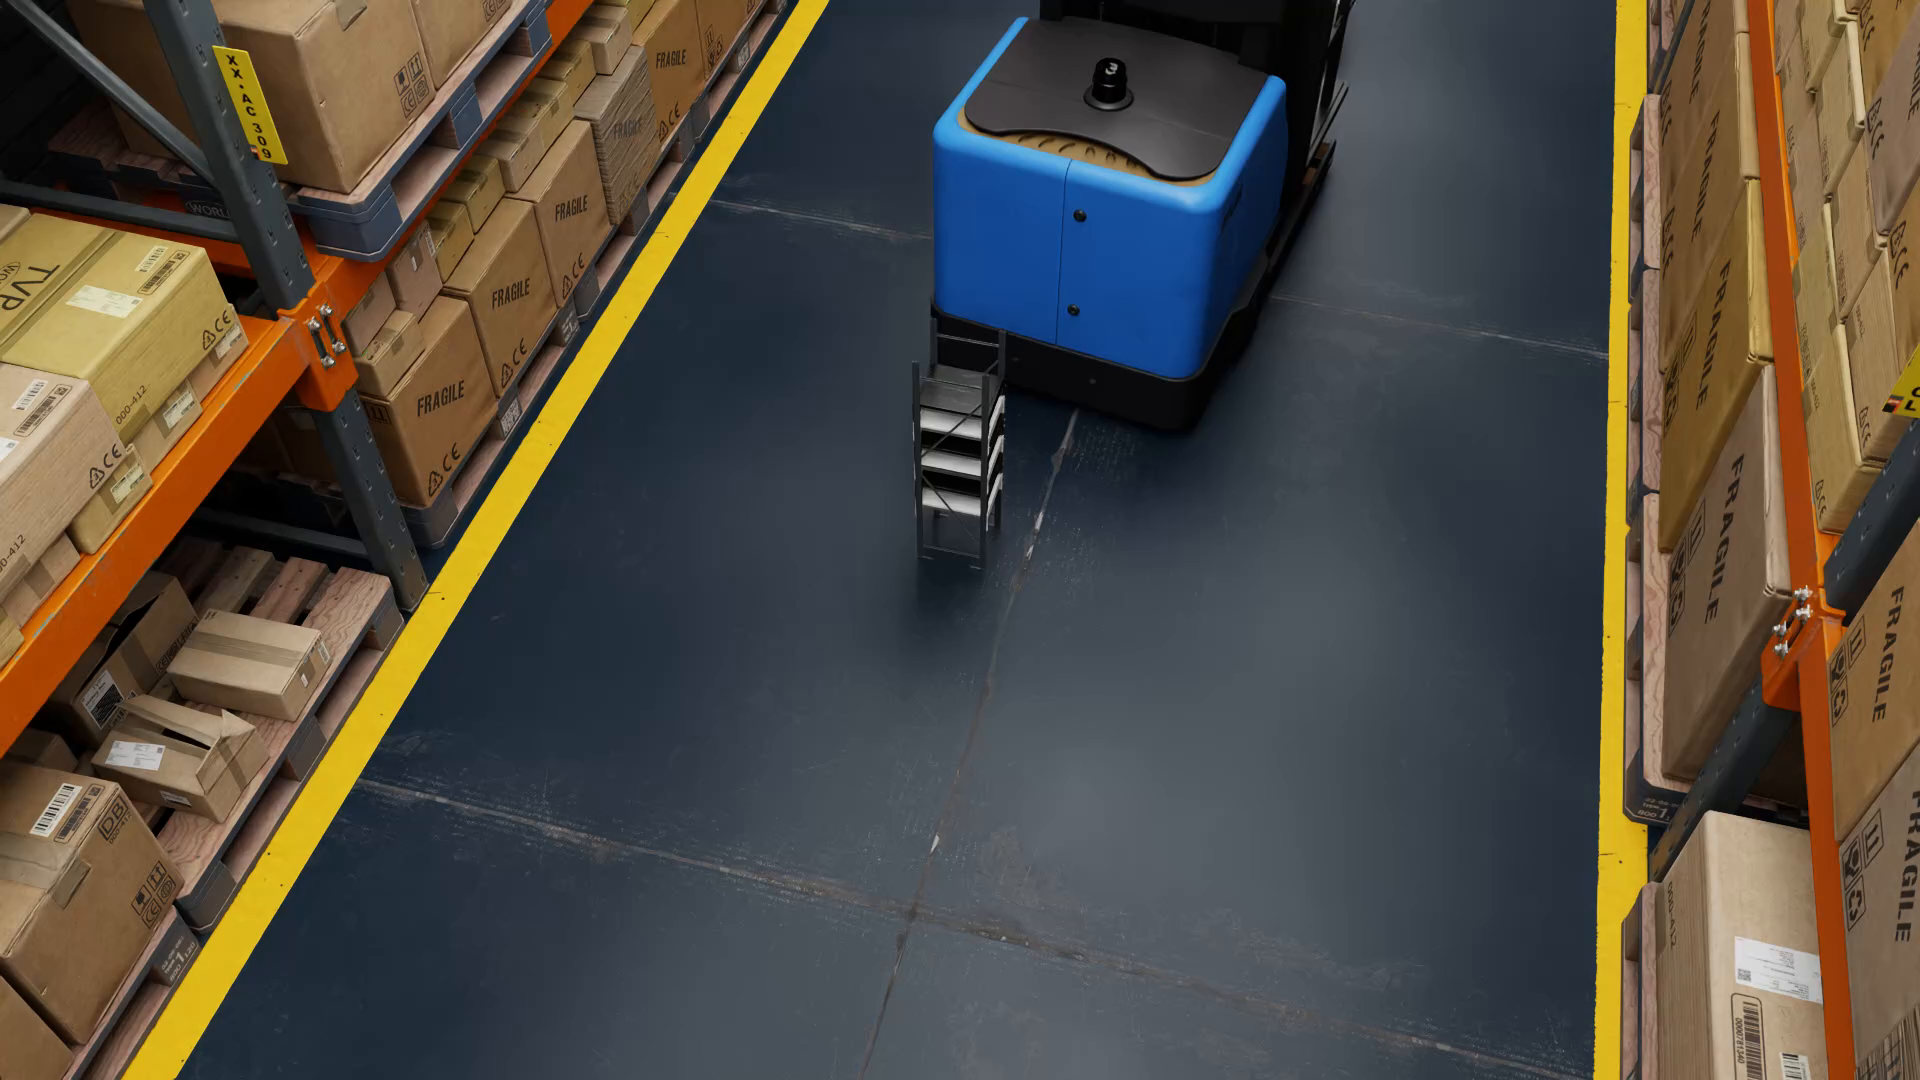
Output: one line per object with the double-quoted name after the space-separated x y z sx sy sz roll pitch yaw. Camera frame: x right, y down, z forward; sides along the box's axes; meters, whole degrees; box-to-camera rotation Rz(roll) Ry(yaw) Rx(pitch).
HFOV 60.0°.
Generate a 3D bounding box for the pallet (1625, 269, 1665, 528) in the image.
2.955 -0.447 6.004 1.003 0.211 1.213 12 50 10 "pallet"

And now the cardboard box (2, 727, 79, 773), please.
-2.801 0.661 4.788 0.380 0.149 0.250 11 49 10 "cardboard box"

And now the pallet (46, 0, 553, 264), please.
-1.969 -1.381 5.097 1.003 0.211 1.213 12 50 10 "pallet"

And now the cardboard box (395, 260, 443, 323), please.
-1.935 -0.838 5.443 0.380 0.149 0.250 10 49 9 "cardboard box"

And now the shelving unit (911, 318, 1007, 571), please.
-0.002 -0.292 5.407 0.258 0.900 0.210 12 50 10 "shelving unit"

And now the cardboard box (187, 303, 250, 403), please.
-2.125 -0.525 4.380 0.380 0.149 0.250 12 50 11 "cardboard box"

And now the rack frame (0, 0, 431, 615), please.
-2.285 -0.889 4.534 1.000 3.000 0.127 12 50 10 "rack frame"

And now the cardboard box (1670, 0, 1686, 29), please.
3.716 -2.481 7.412 0.950 0.372 0.625 9 49 7 "cardboard box"

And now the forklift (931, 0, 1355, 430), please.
0.948 -2.492 5.994 1.130 2.935 3.031 18 51 15 "forklift"

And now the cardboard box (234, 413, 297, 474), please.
-2.441 -0.614 5.678 0.500 0.500 0.500 11 50 10 "cardboard box"

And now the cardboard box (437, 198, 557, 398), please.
-1.809 -0.893 5.925 0.500 0.500 0.500 11 49 10 "cardboard box"

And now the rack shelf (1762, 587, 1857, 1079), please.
1.979 1.773 2.664 1.077 0.370 4.000 12 50 10 "rack shelf"

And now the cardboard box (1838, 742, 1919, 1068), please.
1.993 0.706 3.059 0.500 0.500 0.500 12 50 10 "cardboard box"

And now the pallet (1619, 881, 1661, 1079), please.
2.229 1.546 4.245 1.003 0.211 1.213 12 50 10 "pallet"

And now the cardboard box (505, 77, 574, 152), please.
-1.650 -1.579 6.097 0.380 0.149 0.250 13 50 11 "cardboard box"

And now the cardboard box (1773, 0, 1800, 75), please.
2.925 -1.698 5.348 0.500 0.250 0.500 13 50 11 "cardboard box"

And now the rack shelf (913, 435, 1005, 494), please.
-0.002 -0.270 5.432 0.258 0.077 0.200 12 50 10 "rack shelf"

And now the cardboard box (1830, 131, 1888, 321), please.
2.511 -0.757 4.184 0.500 0.250 0.500 13 50 11 "cardboard box"

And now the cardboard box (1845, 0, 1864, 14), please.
2.784 -1.764 4.573 0.500 0.500 0.500 12 50 11 "cardboard box"

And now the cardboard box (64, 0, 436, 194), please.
-1.941 -1.366 4.608 0.700 0.500 0.500 13 50 11 "cardboard box"

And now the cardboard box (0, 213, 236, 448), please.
-2.183 -0.521 4.111 0.500 0.250 0.500 13 50 11 "cardboard box"

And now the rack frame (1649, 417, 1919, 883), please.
2.505 0.088 3.671 1.000 3.000 0.127 12 50 10 "rack frame"

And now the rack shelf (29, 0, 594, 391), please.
-1.758 -2.097 6.080 1.077 0.370 4.000 12 50 10 "rack shelf"

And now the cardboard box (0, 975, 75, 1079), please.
-2.587 1.296 3.993 0.500 0.500 0.500 12 50 11 "cardboard box"

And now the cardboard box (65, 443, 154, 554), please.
-2.217 -0.140 4.040 0.380 0.149 0.250 13 50 11 "cardboard box"

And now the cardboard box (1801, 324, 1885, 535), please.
2.380 -0.236 4.058 0.500 0.250 0.500 10 49 9 "cardboard box"

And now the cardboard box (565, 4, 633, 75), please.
-1.493 -1.947 6.423 0.380 0.149 0.250 9 49 8 "cardboard box"

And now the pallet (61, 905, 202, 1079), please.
-2.785 1.416 4.360 1.003 0.211 1.213 12 50 10 "pallet"

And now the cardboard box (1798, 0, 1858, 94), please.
2.760 -1.507 4.846 0.500 0.250 0.500 12 50 11 "cardboard box"

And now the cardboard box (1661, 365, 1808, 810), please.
2.591 0.188 4.720 0.875 0.875 0.875 13 50 11 "cardboard box"

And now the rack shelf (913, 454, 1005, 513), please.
-0.002 -0.210 5.500 0.258 0.077 0.200 12 50 10 "rack shelf"

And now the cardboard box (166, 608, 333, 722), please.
-2.148 0.377 5.038 0.380 0.149 0.250 10 49 9 "cardboard box"

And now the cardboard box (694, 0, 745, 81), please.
-1.277 -2.385 7.242 0.500 0.500 0.500 11 49 9 "cardboard box"

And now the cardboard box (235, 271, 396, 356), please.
-1.992 -0.732 5.152 0.380 0.149 0.250 11 49 9 "cardboard box"

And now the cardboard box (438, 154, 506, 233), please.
-1.820 -1.226 5.786 0.380 0.149 0.250 11 49 9 "cardboard box"

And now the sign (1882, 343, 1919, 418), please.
1.979 -0.369 3.355 0.100 0.325 0.005 12 50 10 "sign"

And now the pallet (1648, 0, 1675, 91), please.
3.765 -2.447 7.769 1.003 0.211 1.213 12 50 10 "pallet"

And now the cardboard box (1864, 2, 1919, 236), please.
2.510 -1.024 3.920 0.500 0.500 0.500 12 50 11 "cardboard box"

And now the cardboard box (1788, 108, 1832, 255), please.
2.666 -0.966 4.702 0.500 0.250 0.500 10 49 9 "cardboard box"

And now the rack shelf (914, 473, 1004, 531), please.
-0.002 -0.151 5.567 0.258 0.077 0.200 12 50 10 "rack shelf"

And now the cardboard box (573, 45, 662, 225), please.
-1.531 -1.627 6.572 0.500 0.500 0.500 10 49 9 "cardboard box"

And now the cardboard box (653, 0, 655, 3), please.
-1.384 -2.334 6.764 0.380 0.149 0.250 13 50 11 "cardboard box"

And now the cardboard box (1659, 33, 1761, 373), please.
3.057 -1.113 5.869 0.875 0.875 0.875 12 50 10 "cardboard box"

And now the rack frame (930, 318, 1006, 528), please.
0.025 -0.365 5.472 0.240 0.900 0.006 12 50 10 "rack frame"

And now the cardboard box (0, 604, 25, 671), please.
-2.353 0.235 3.709 0.380 0.149 0.250 11 49 9 "cardboard box"

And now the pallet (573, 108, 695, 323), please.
-1.788 -1.447 6.886 1.003 0.211 1.213 12 50 10 "pallet"
